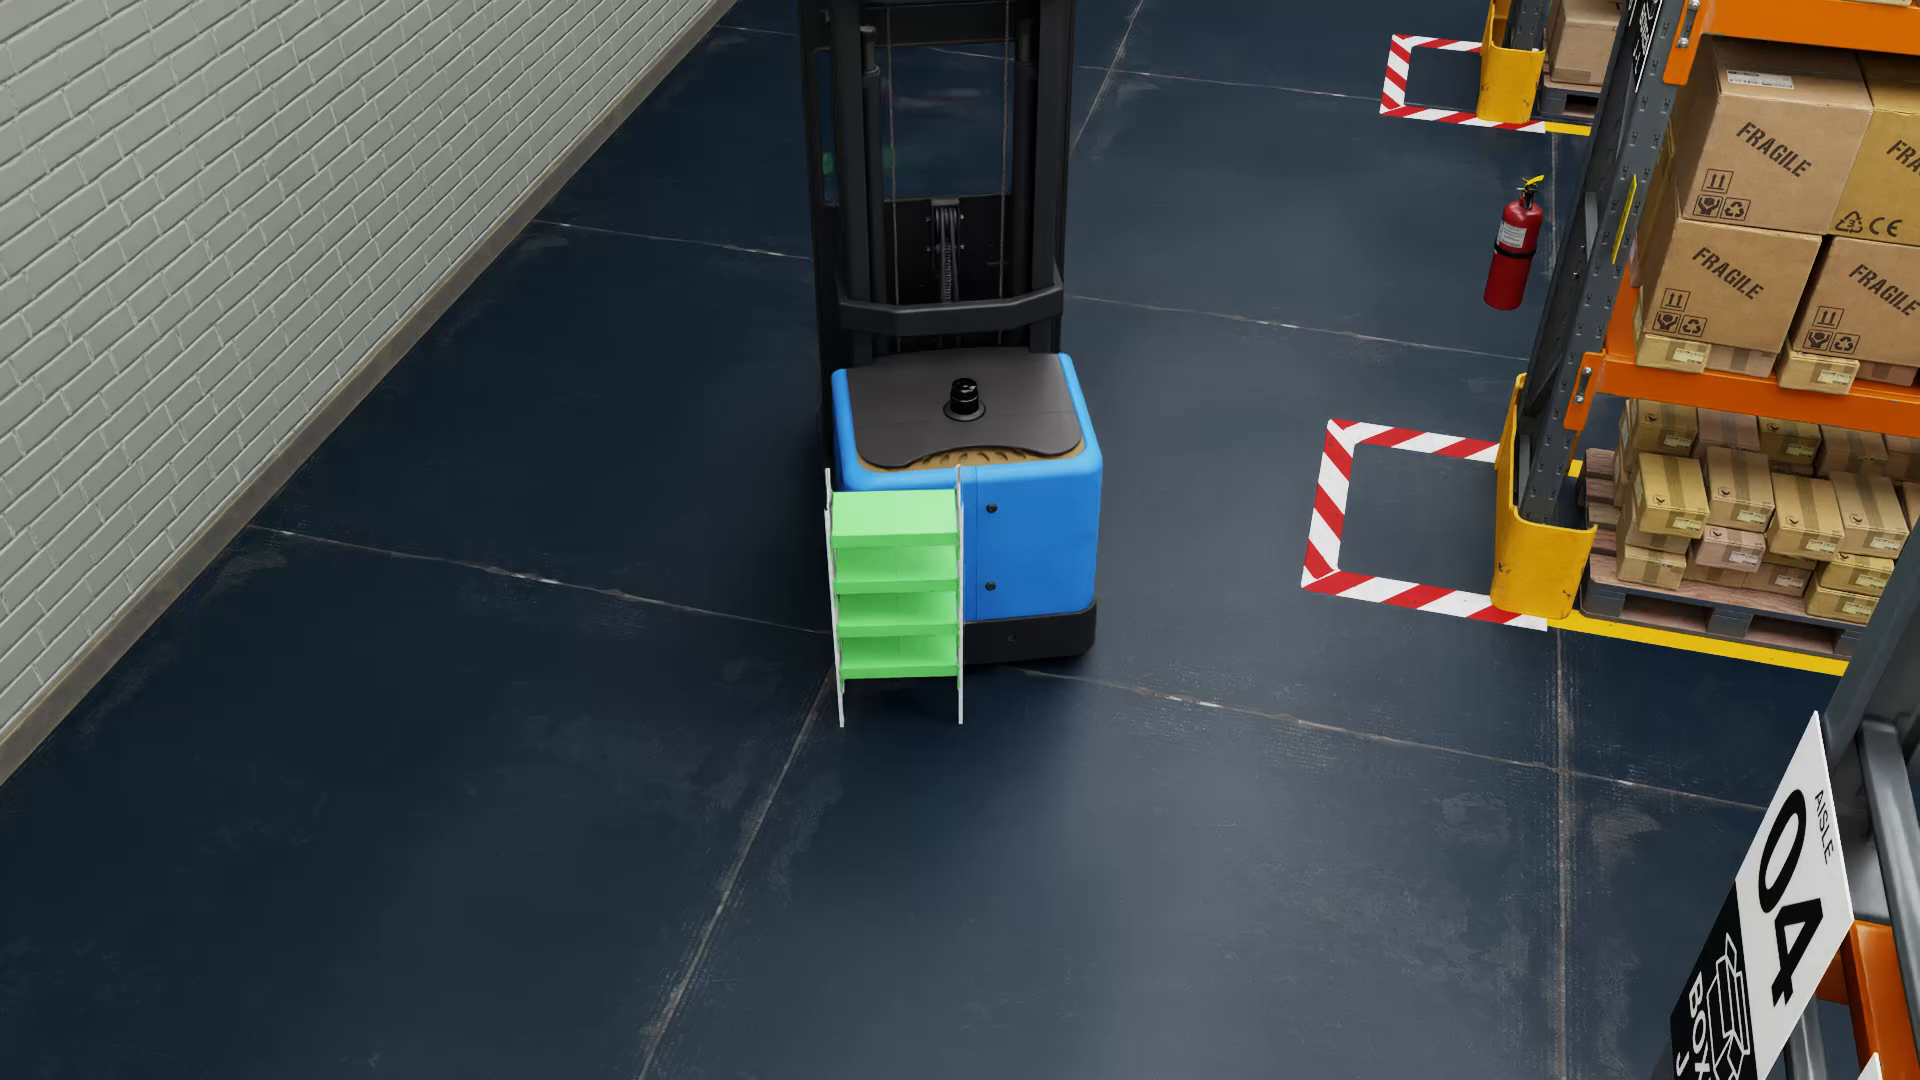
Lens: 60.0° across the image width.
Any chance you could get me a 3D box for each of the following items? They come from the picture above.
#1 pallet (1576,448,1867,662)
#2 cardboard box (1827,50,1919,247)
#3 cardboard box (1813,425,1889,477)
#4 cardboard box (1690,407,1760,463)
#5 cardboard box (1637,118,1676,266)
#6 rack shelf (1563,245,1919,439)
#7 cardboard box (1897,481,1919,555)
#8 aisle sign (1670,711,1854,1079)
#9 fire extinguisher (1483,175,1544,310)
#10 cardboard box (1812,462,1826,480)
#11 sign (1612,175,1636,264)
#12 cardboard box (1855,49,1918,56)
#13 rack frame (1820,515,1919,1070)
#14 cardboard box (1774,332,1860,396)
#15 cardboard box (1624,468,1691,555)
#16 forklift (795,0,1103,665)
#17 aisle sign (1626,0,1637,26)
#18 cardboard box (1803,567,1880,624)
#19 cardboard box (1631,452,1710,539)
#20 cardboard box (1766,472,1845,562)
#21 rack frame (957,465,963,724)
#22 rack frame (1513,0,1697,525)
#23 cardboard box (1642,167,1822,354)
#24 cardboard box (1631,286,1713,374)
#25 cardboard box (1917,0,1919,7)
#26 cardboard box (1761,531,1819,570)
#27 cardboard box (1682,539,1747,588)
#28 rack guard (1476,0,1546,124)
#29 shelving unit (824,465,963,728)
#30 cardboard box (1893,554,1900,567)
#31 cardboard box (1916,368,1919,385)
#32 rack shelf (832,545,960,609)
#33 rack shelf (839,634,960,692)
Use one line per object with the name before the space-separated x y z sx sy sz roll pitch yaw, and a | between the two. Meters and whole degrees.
pallet | 3.447 0.046 7.531 1.213 0.211 1.003 10 41 11
cardboard box | 3.452 -1.407 6.007 0.500 0.500 0.500 11 41 13
cardboard box | 3.919 -0.434 7.362 0.250 0.149 0.380 8 41 10
cardboard box | 3.402 -0.481 7.418 0.250 0.149 0.380 11 41 12
cardboard box | 3.098 -1.429 6.810 0.500 0.500 0.500 11 41 12
rack shelf | 4.530 -0.584 6.672 4.000 0.370 1.077 10 41 11
cardboard box | 4.050 -0.056 6.912 0.250 0.149 0.380 11 41 13
aisle sign | 1.226 0.679 2.588 0.004 0.787 0.394 10 41 11
fire extinguisher | 2.474 -1.348 7.373 0.183 0.674 0.296 10 41 11
cardboard box | 3.917 -0.270 7.398 0.250 0.149 0.380 9 41 11
sign | 2.457 -1.186 6.157 0.005 0.325 0.100 10 41 11
cardboard box | 3.593 -1.721 6.380 0.500 0.500 0.500 8 41 10
rack frame | 1.218 -0.424 1.258 0.127 3.000 1.000 10 41 11
cardboard box | 3.328 -0.743 6.498 0.250 0.149 0.380 9 41 10
cardboard box | 3.037 -0.128 7.229 0.250 0.149 0.380 11 41 13
forklift | -0.124 -1.509 7.268 1.130 2.935 3.031 -5 40 -6
aisle sign | 2.605 -2.386 6.237 0.004 0.787 0.394 10 41 11
cardboard box | 3.755 0.165 7.111 0.250 0.149 0.380 10 41 12
cardboard box | 3.016 -0.190 7.072 0.250 0.149 0.380 8 41 9
cardboard box | 3.524 -0.098 6.962 0.250 0.149 0.380 10 41 11
rack frame | -0.001 0.239 6.521 0.015 1.200 0.240 -2 43 -2
rack frame | 2.598 -1.192 6.837 0.127 3.000 1.000 10 41 11
cardboard box | 2.960 -1.098 6.416 0.500 0.500 0.500 12 41 13
cardboard box | 2.826 -0.838 6.611 0.250 0.149 0.380 9 41 11
cardboard box | 3.473 -1.959 5.535 0.500 0.250 0.500 11 41 13
cardboard box | 3.547 -0.062 7.150 0.250 0.149 0.380 10 41 12
cardboard box | 3.295 0.018 7.287 0.250 0.149 0.380 10 41 11
rack guard | 3.756 -3.331 11.327 0.348 0.500 1.175 10 41 11
shelving unit | -0.245 0.245 6.514 0.503 1.200 0.258 -2 43 -2
cardboard box | 4.047 0.033 7.037 0.250 0.149 0.380 8 41 9
cardboard box | 3.870 -0.725 6.476 0.250 0.149 0.380 9 41 11
rack shelf | -0.245 0.117 6.393 0.480 0.148 0.258 -2 43 -2
rack shelf | -0.245 0.466 6.722 0.480 0.148 0.258 -2 43 -2
